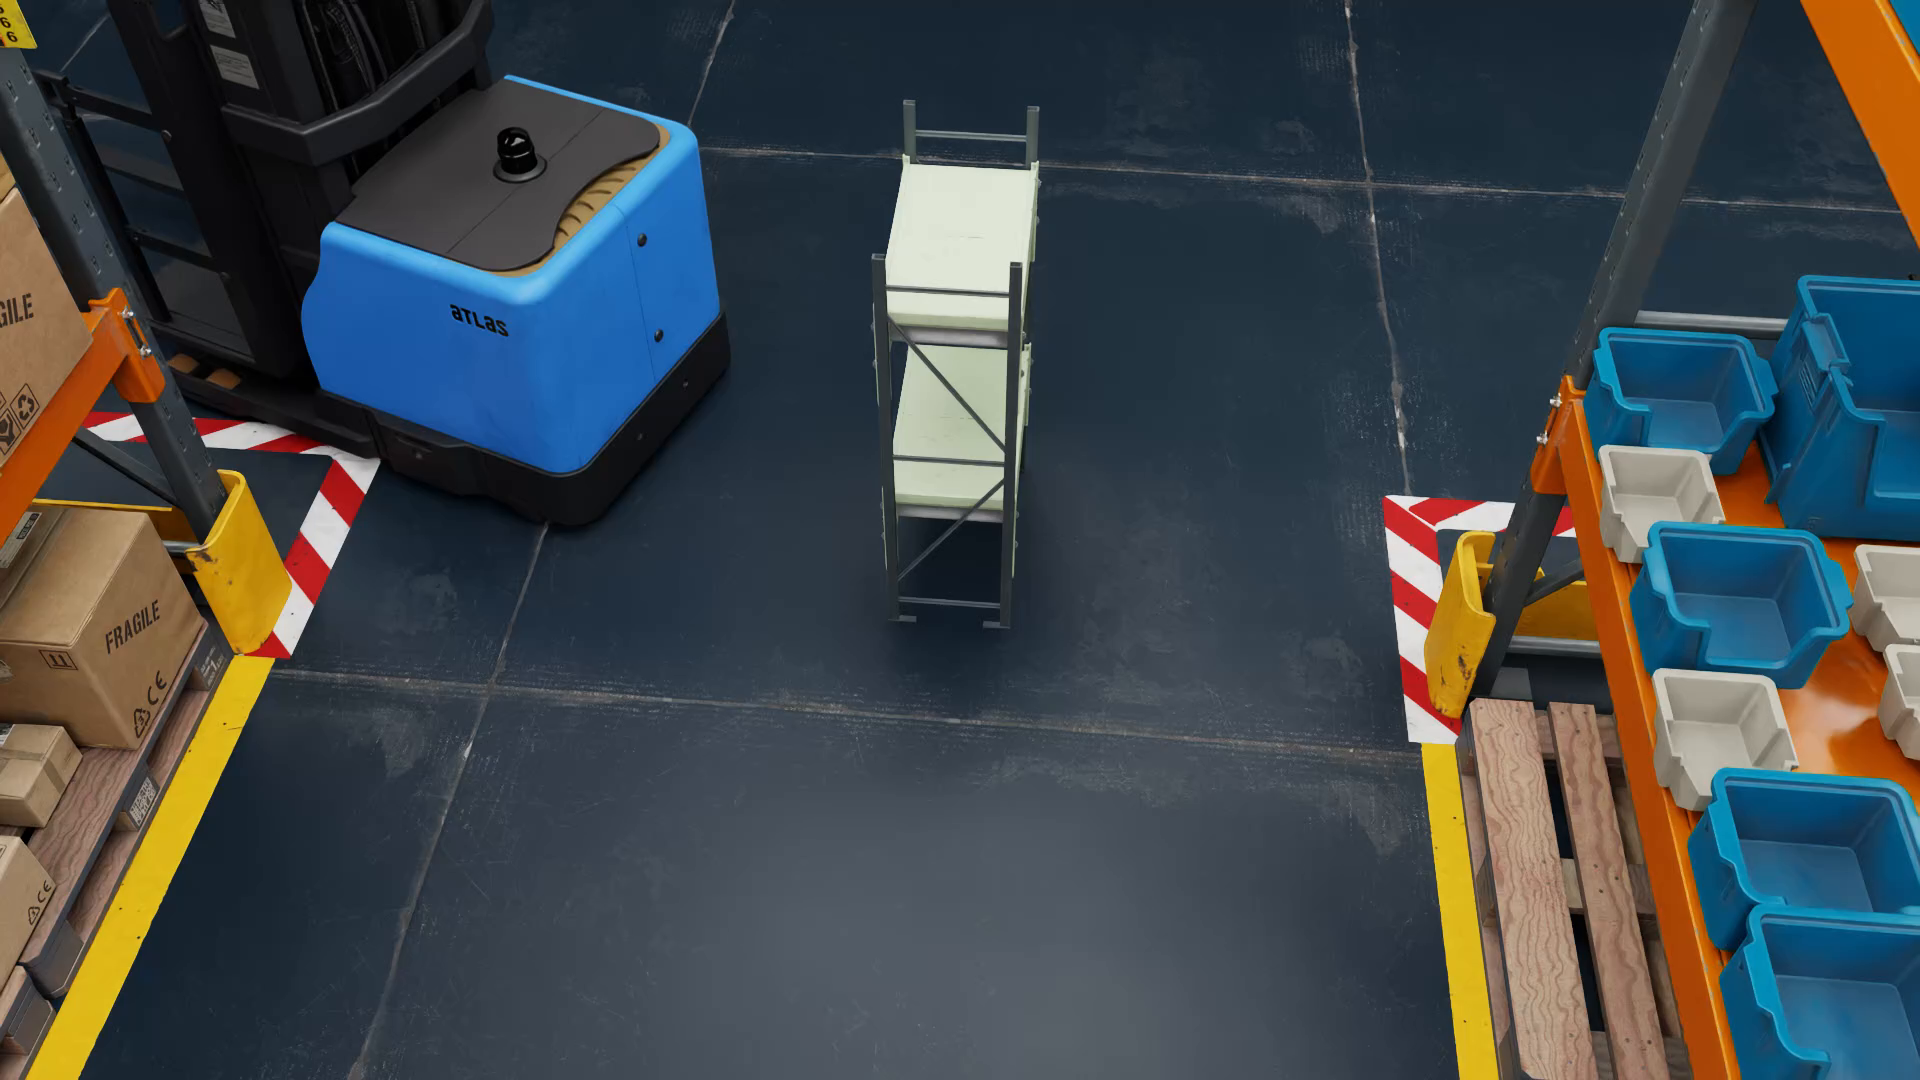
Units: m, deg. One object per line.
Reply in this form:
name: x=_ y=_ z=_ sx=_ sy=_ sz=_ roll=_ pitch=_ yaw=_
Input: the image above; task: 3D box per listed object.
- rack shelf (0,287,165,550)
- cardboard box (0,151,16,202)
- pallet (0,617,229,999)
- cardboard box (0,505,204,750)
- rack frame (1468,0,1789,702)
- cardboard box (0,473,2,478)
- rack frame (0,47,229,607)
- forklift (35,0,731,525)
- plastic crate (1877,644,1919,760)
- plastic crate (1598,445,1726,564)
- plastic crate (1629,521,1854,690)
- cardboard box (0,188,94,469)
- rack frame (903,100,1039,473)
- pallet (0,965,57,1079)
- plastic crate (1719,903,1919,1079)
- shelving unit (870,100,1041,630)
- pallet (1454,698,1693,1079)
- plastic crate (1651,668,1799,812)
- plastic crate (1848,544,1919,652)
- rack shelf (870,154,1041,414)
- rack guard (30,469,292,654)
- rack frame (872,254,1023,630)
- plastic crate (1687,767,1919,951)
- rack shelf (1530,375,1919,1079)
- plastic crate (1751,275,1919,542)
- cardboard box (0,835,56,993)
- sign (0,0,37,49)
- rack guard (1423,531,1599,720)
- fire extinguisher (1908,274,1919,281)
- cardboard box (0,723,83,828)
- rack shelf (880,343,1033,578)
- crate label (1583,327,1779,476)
rack shelf: x=-3.018 y=0.853 z=3.424 sx=1.077 sy=0.370 sz=4.000 roll=4 pitch=48 yaw=4
cardboard box: x=-2.602 y=-0.885 z=3.781 sx=0.500 sy=0.500 sz=0.500 roll=3 pitch=48 yaw=3
pallet: x=-2.914 y=0.724 z=4.945 sx=1.003 sy=0.211 sz=1.213 roll=4 pitch=48 yaw=4
cardboard box: x=-2.640 y=0.252 z=4.882 sx=0.500 sy=0.500 sz=0.500 roll=4 pitch=48 yaw=4
rack frame: x=2.097 y=-0.523 z=4.196 sx=1.000 sy=3.000 sz=0.127 roll=4 pitch=48 yaw=4
cardboard box: x=-2.649 y=-0.164 z=3.799 sx=0.500 sy=0.500 sz=0.500 roll=4 pitch=48 yaw=4
rack frame: x=-2.835 y=-0.859 z=4.503 sx=1.000 sy=3.000 sz=0.127 roll=4 pitch=48 yaw=4
forklift: x=-2.423 y=-1.791 z=5.402 sx=3.031 sy=2.935 sz=1.130 roll=19 pitch=50 yaw=17
plastic crate: x=2.162 y=0.369 z=3.518 sx=0.396 sy=0.136 sz=0.243 roll=4 pitch=48 yaw=4
plastic crate: x=1.635 y=-0.065 z=3.915 sx=0.250 sy=0.136 sz=0.298 roll=4 pitch=48 yaw=4
plastic crate: x=1.687 y=0.156 z=3.647 sx=0.416 sy=0.233 sz=0.300 roll=4 pitch=48 yaw=4
cardboard box: x=-2.605 y=-0.545 z=4.148 sx=0.500 sy=0.500 sz=0.500 roll=5 pitch=48 yaw=5
rack frame: x=0.033 y=-0.770 z=5.438 sx=0.400 sy=1.500 sz=0.023 roll=4 pitch=48 yaw=4
pallet: x=-3.028 y=1.618 z=4.127 sx=1.003 sy=0.211 sz=1.213 roll=4 pitch=48 yaw=4
plastic crate: x=1.599 y=0.861 z=3.003 sx=0.416 sy=0.233 sz=0.300 roll=4 pitch=48 yaw=4
shelving unit: x=-0.001 y=-0.501 z=5.192 sx=0.431 sy=1.500 sz=0.755 roll=4 pitch=48 yaw=4
pallet: x=1.983 y=1.021 z=4.673 sx=1.003 sy=0.211 sz=1.213 roll=4 pitch=48 yaw=4
plastic crate: x=1.573 y=0.434 z=3.459 sx=0.250 sy=0.136 sz=0.298 roll=4 pitch=48 yaw=4
plastic crate: x=2.203 y=0.157 z=3.712 sx=0.396 sy=0.136 sz=0.243 roll=4 pitch=48 yaw=4
rack shelf: x=-0.001 y=-0.765 z=4.904 sx=0.431 sy=0.370 sz=0.720 roll=4 pitch=48 yaw=4
rack guard: x=-2.842 y=0.040 z=5.374 sx=1.175 sy=0.500 sz=0.348 roll=4 pitch=48 yaw=4
rack frame: x=-0.034 y=-0.232 z=4.946 sx=0.400 sy=1.500 sz=0.023 roll=4 pitch=48 yaw=4
plastic crate: x=1.627 y=0.640 z=3.205 sx=0.416 sy=0.233 sz=0.300 roll=4 pitch=48 yaw=4
rack shelf: x=1.915 y=1.189 z=3.117 sx=1.077 sy=0.370 sz=4.000 roll=4 pitch=48 yaw=4
plastic crate: x=2.252 y=-0.297 z=3.924 sx=0.616 sy=0.435 sz=0.499 roll=4 pitch=48 yaw=4
cardboard box: x=-2.756 y=1.033 z=4.338 sx=0.500 sy=0.250 sz=0.500 roll=4 pitch=48 yaw=4
sign: x=-2.285 y=-1.304 z=3.911 sx=0.100 sy=0.325 sz=0.005 roll=4 pitch=48 yaw=4
rack guard: x=2.086 y=0.302 z=5.135 sx=1.175 sy=0.500 sz=0.348 roll=4 pitch=48 yaw=4
fire extinguisher: x=2.563 y=-0.451 z=4.435 sx=0.296 sy=0.674 sz=0.183 roll=4 pitch=48 yaw=4
cardboard box: x=-2.766 y=0.656 z=4.739 sx=0.380 sy=0.166 sz=0.250 roll=4 pitch=48 yaw=4
rack shelf: x=-0.001 y=-0.281 z=5.433 sx=0.431 sy=0.370 sz=0.720 roll=4 pitch=48 yaw=4
crate label: x=1.747 y=-0.328 z=4.090 sx=0.416 sy=0.233 sz=0.303 roll=4 pitch=48 yaw=4
